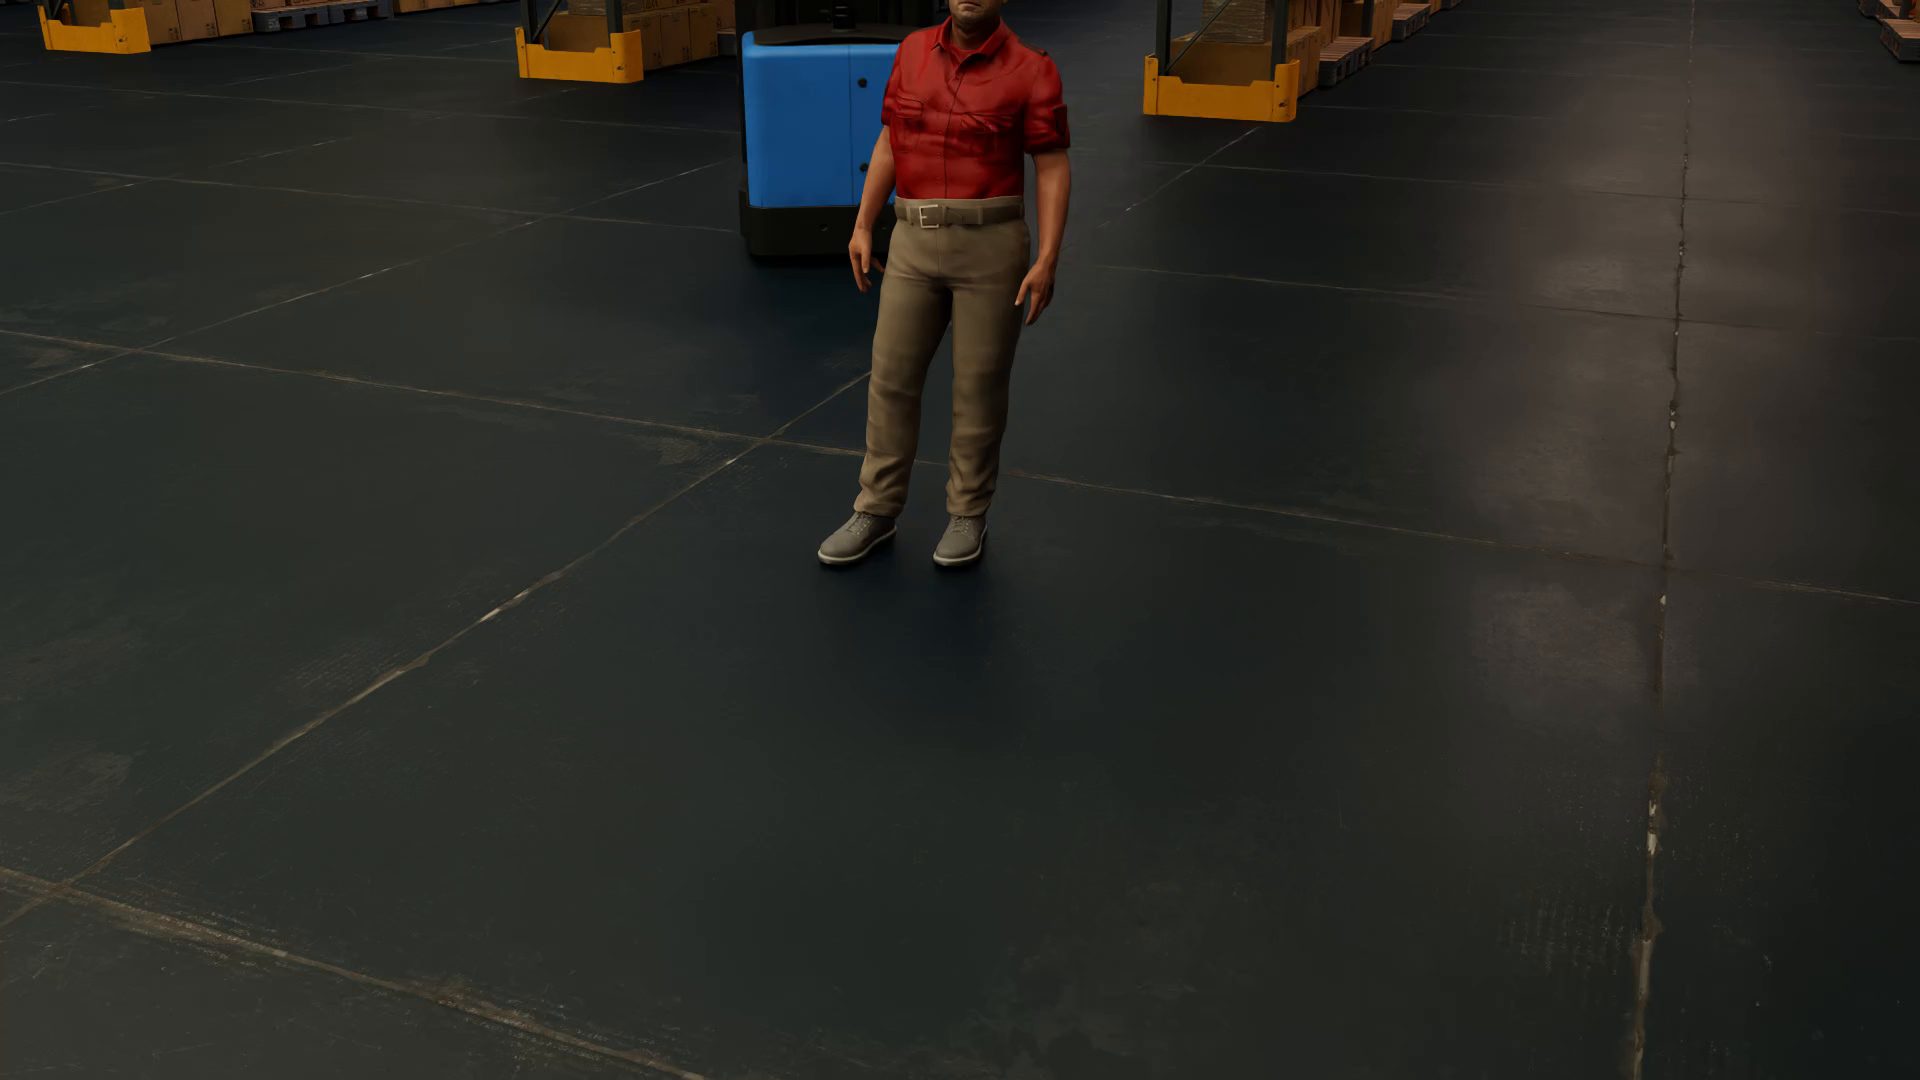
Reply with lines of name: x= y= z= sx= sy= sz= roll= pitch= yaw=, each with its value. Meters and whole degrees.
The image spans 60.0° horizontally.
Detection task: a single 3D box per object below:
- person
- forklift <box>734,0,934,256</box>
person: x=-0.045 y=-0.774 z=4.685 sx=0.640 sy=1.727 sz=0.551 roll=9 pitch=24 yaw=21
forklift: x=-0.718 y=-3.303 z=9.194 sx=1.130 sy=2.935 sz=3.031 roll=-3 pitch=23 yaw=-7
